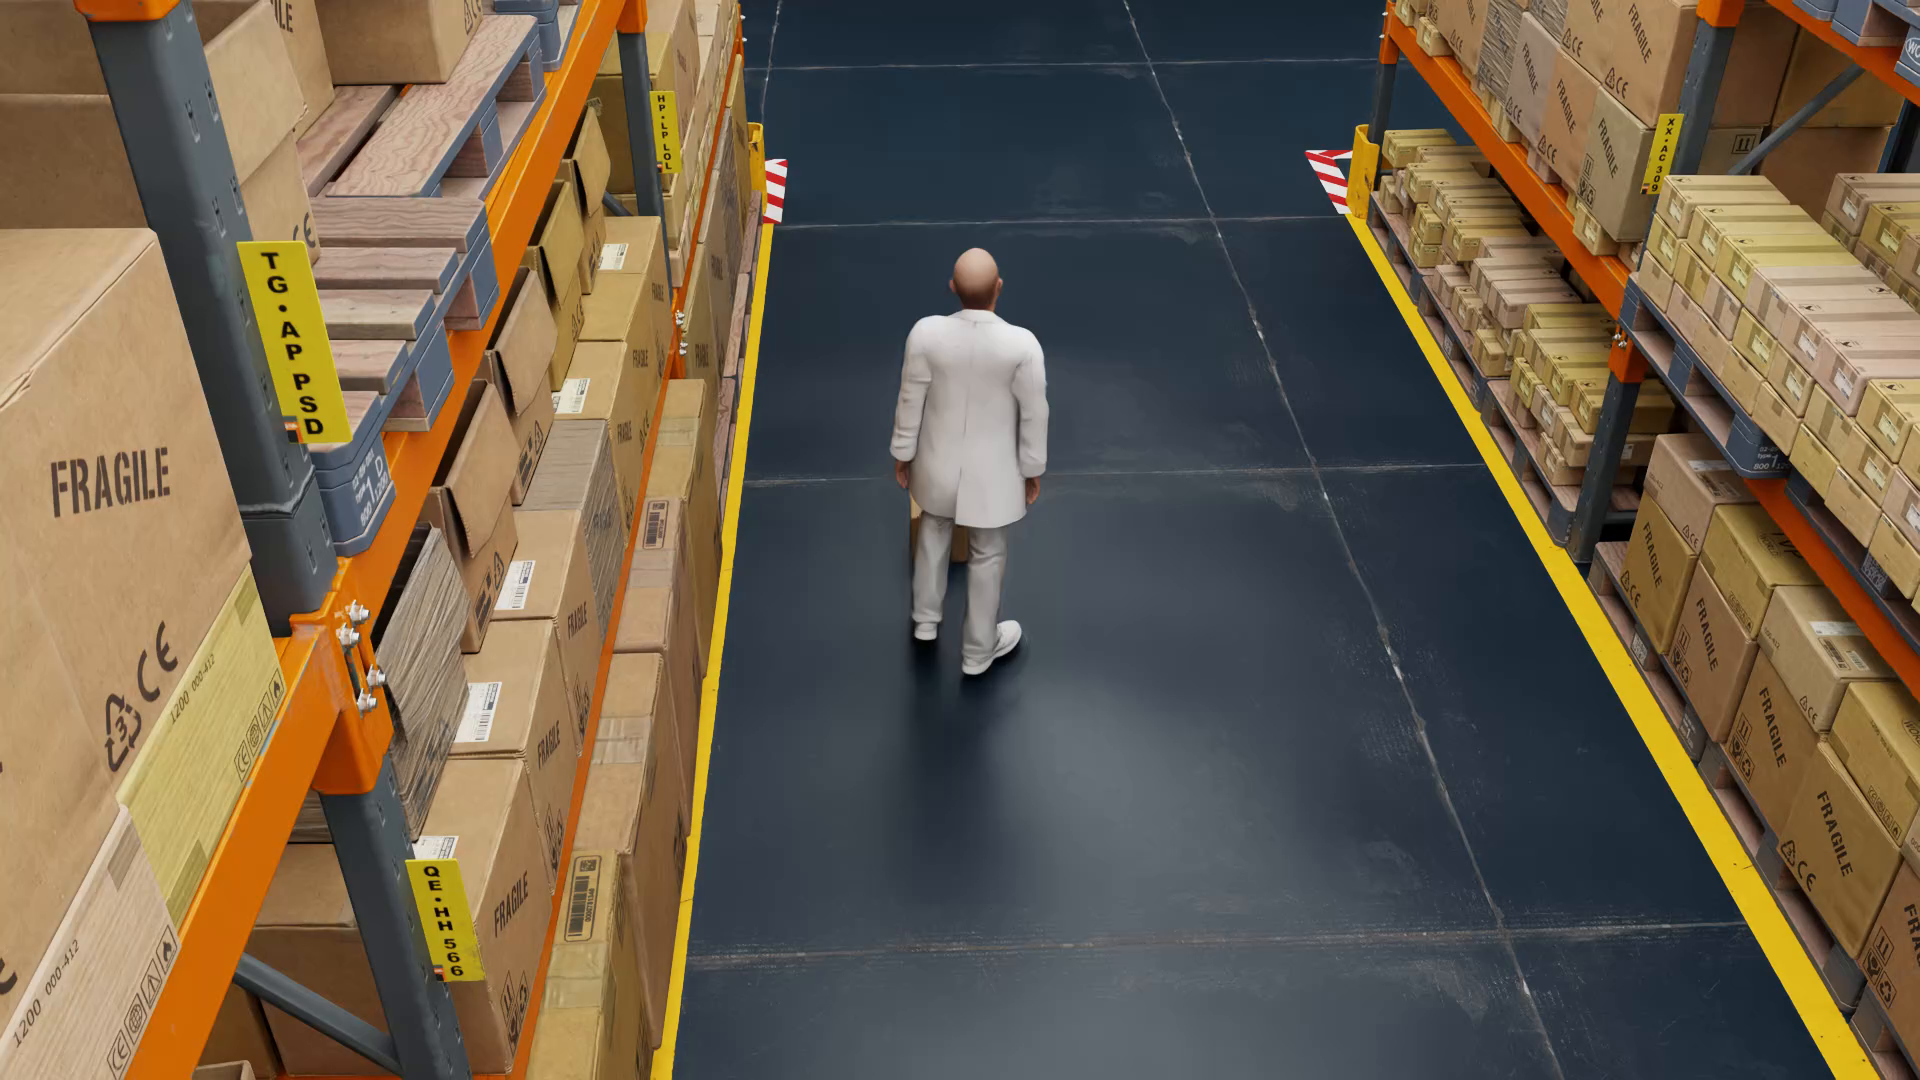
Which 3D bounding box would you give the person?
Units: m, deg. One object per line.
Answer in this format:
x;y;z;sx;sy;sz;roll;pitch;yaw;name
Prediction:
0.033;-0.310;6.566;0.628;1.770;0.520;6;35;9;person
